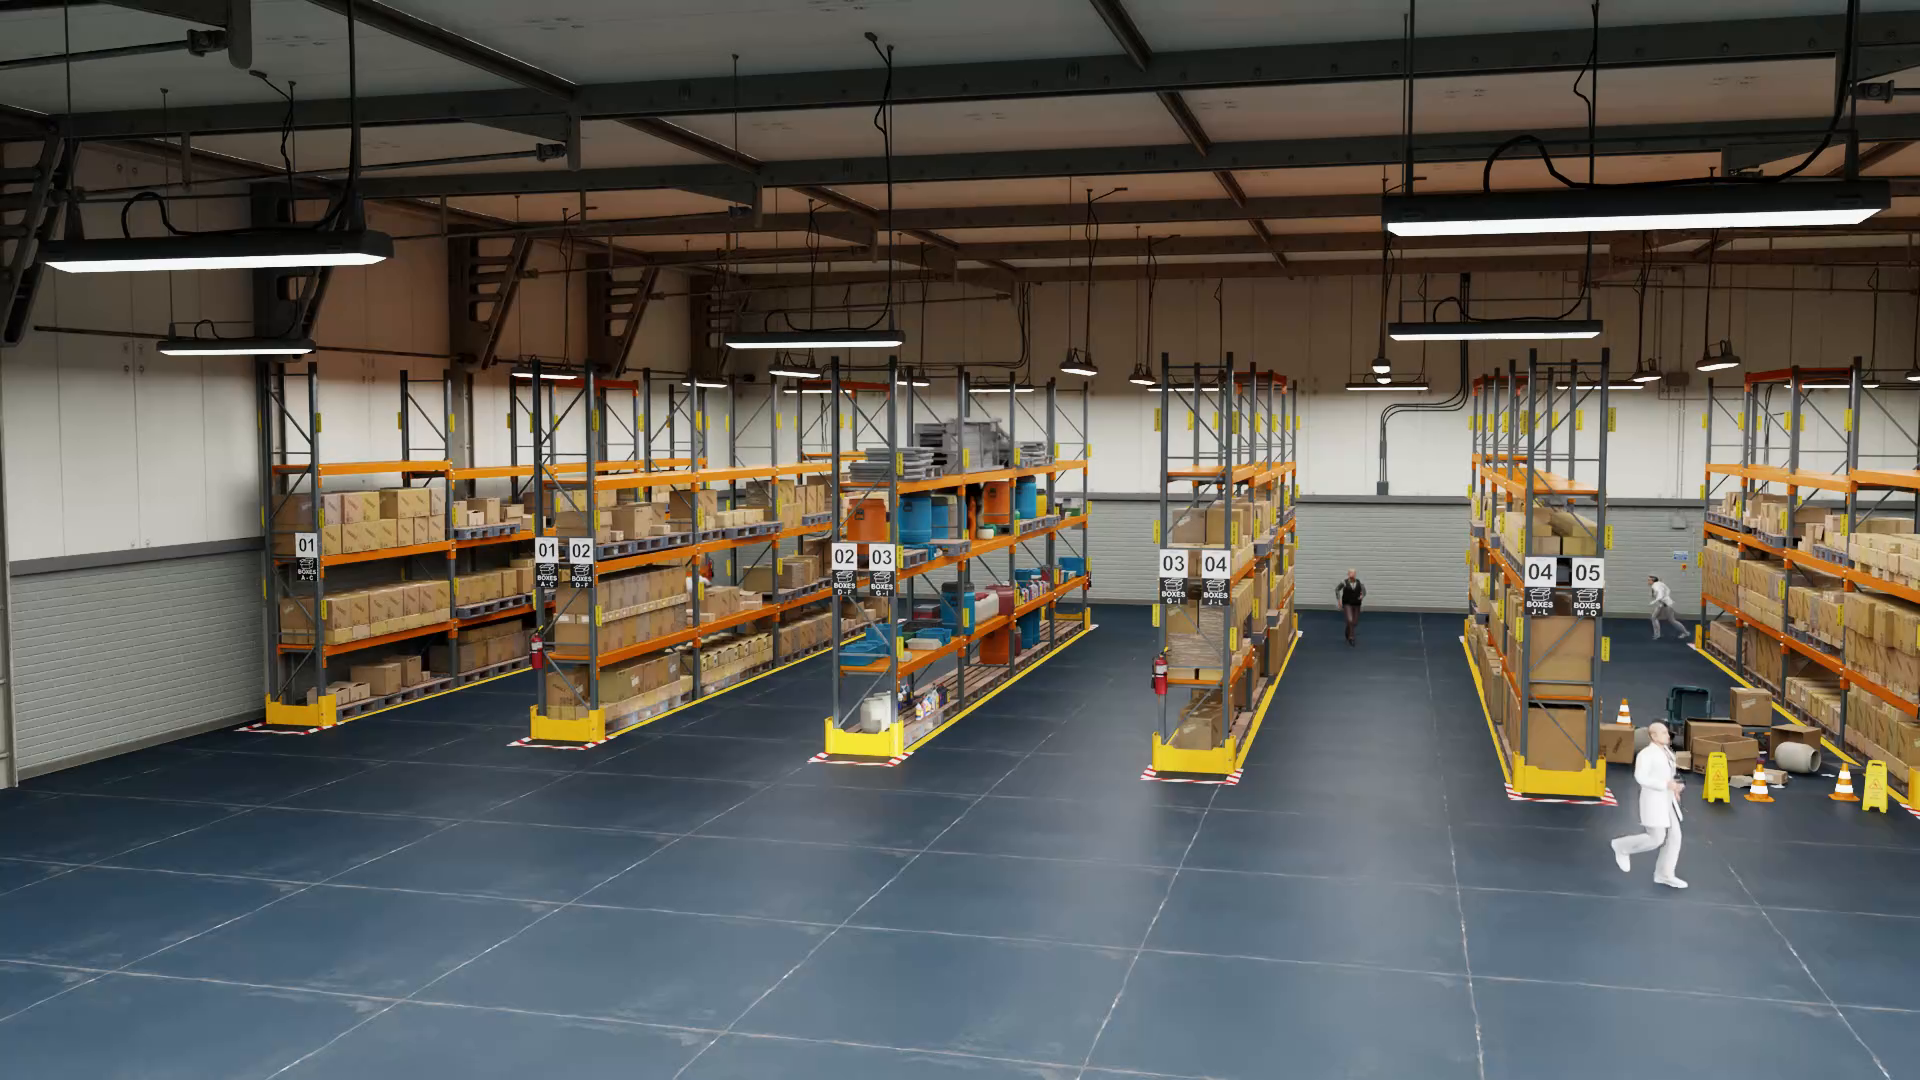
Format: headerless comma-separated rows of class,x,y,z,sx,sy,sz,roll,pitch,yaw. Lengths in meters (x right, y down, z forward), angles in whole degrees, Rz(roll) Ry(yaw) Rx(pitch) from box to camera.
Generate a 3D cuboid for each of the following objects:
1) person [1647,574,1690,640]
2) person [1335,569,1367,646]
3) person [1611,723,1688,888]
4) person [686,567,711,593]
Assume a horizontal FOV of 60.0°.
person,16.326,1.571,38.318,0.970,1.557,0.613,2,4,23
person,8.838,1.507,37.743,0.603,1.722,0.849,0,4,-3
person,7.538,2.850,18.092,0.718,1.746,0.834,-3,5,-40
person,-6.011,1.454,37.701,0.665,1.766,0.968,0,4,3
